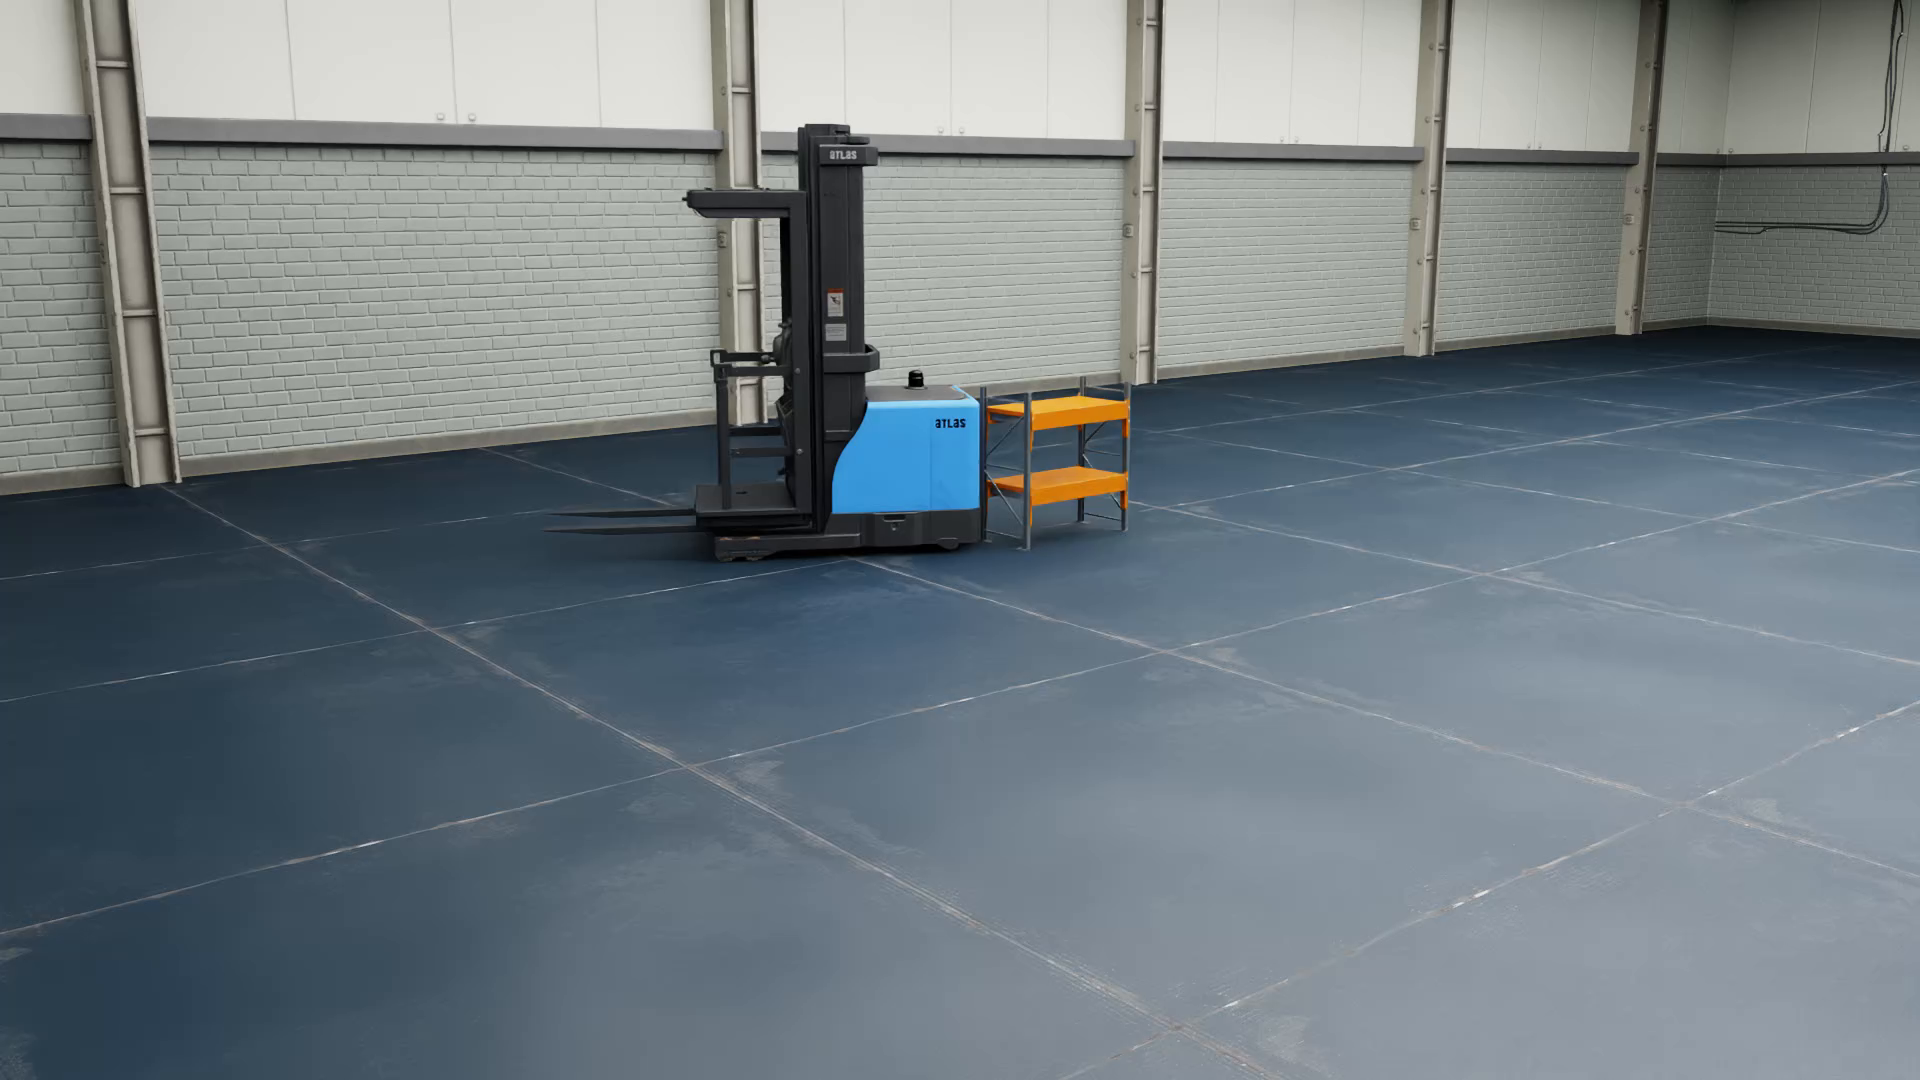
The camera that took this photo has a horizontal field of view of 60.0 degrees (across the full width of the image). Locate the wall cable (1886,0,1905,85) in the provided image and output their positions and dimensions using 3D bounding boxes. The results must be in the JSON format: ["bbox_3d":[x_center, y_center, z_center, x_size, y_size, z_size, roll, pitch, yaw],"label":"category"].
[{"bbox_3d":[16.526,-8.699,26.746,0.112,2.526,3.097,-9,15,-38],"label":"wall cable"}]

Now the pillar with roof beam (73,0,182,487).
[{"bbox_3d":[-4.342,-4.206,10.270,0.400,9.000,9.100,-9,15,-38],"label":"pillar with roof beam"}]

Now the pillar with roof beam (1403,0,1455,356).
[{"bbox_3d":[9.713,-6.541,21.270,0.400,9.000,9.100,-9,15,-38],"label":"pillar with roof beam"}]

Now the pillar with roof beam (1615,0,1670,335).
[{"bbox_3d":[14.399,-7.320,24.936,0.400,9.000,9.100,-9,15,-38],"label":"pillar with roof beam"}]

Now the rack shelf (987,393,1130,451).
[{"bbox_3d":[0.699,-0.867,12.096,1.000,0.278,0.538,-10,16,-41],"label":"rack shelf"}]

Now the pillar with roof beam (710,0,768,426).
[{"bbox_3d":[0.343,-4.984,13.937,0.400,9.000,9.100,-9,15,-38],"label":"pillar with roof beam"}]

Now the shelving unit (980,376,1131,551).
[{"bbox_3d":[0.699,-0.581,12.157,1.048,1.125,0.538,-10,16,-41],"label":"shelving unit"}]

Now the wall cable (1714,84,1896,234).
[{"bbox_3d":[14.836,-6.667,29.337,0.112,2.526,3.097,-9,15,-38],"label":"wall cable"}]

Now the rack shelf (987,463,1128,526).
[{"bbox_3d":[0.699,-0.342,12.208,1.000,0.278,0.538,-10,16,-41],"label":"rack shelf"}]

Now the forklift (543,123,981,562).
[{"bbox_3d":[-1.415,-1.402,11.675,3.031,2.935,1.130,-2,12,-9],"label":"forklift"}]

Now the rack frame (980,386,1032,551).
[{"bbox_3d":[0.320,-0.511,11.827,0.032,1.125,0.500,-10,16,-41],"label":"rack frame"}]

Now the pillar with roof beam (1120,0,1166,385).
[{"bbox_3d":[5.028,-5.763,17.603,0.400,9.000,9.100,-9,15,-38],"label":"pillar with roof beam"}]

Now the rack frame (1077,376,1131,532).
[{"bbox_3d":[1.079,-0.651,12.488,0.032,1.125,0.500,-10,16,-41],"label":"rack frame"}]
